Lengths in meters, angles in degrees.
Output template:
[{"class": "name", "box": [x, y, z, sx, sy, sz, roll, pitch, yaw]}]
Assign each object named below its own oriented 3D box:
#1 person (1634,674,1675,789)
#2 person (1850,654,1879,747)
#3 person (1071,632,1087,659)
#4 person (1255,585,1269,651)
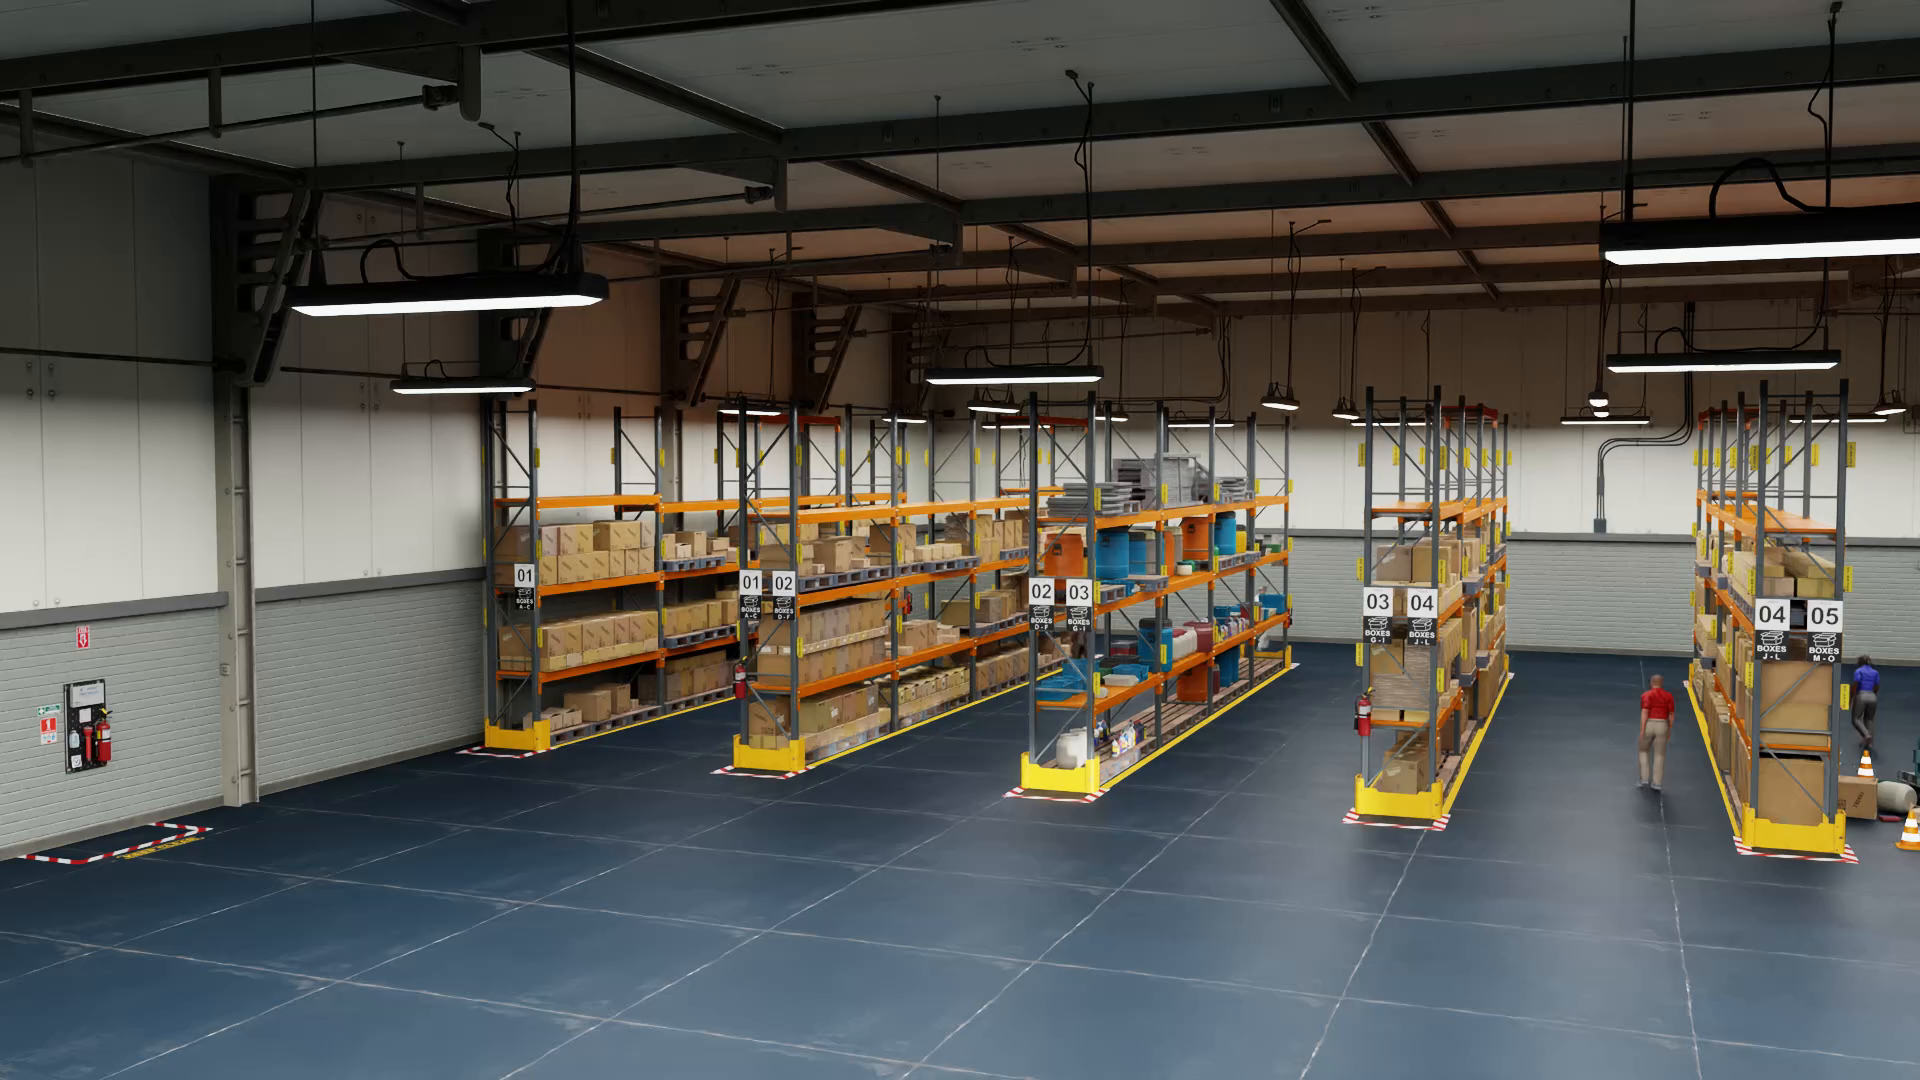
[{"class": "person", "box": [10.530, 2.933, 25.162, 0.542, 1.785, 0.599, 1, 3, 16]}, {"class": "person", "box": [15.660, 2.786, 28.725, 0.501, 1.609, 0.680, 0, 3, 6]}, {"class": "person", "box": [2.703, 2.386, 36.966, 0.633, 1.524, 1.103, 1, 3, 22]}, {"class": "person", "box": [7.785, 2.005, 43.110, 0.580, 1.699, 1.064, 2, 4, 39]}]
